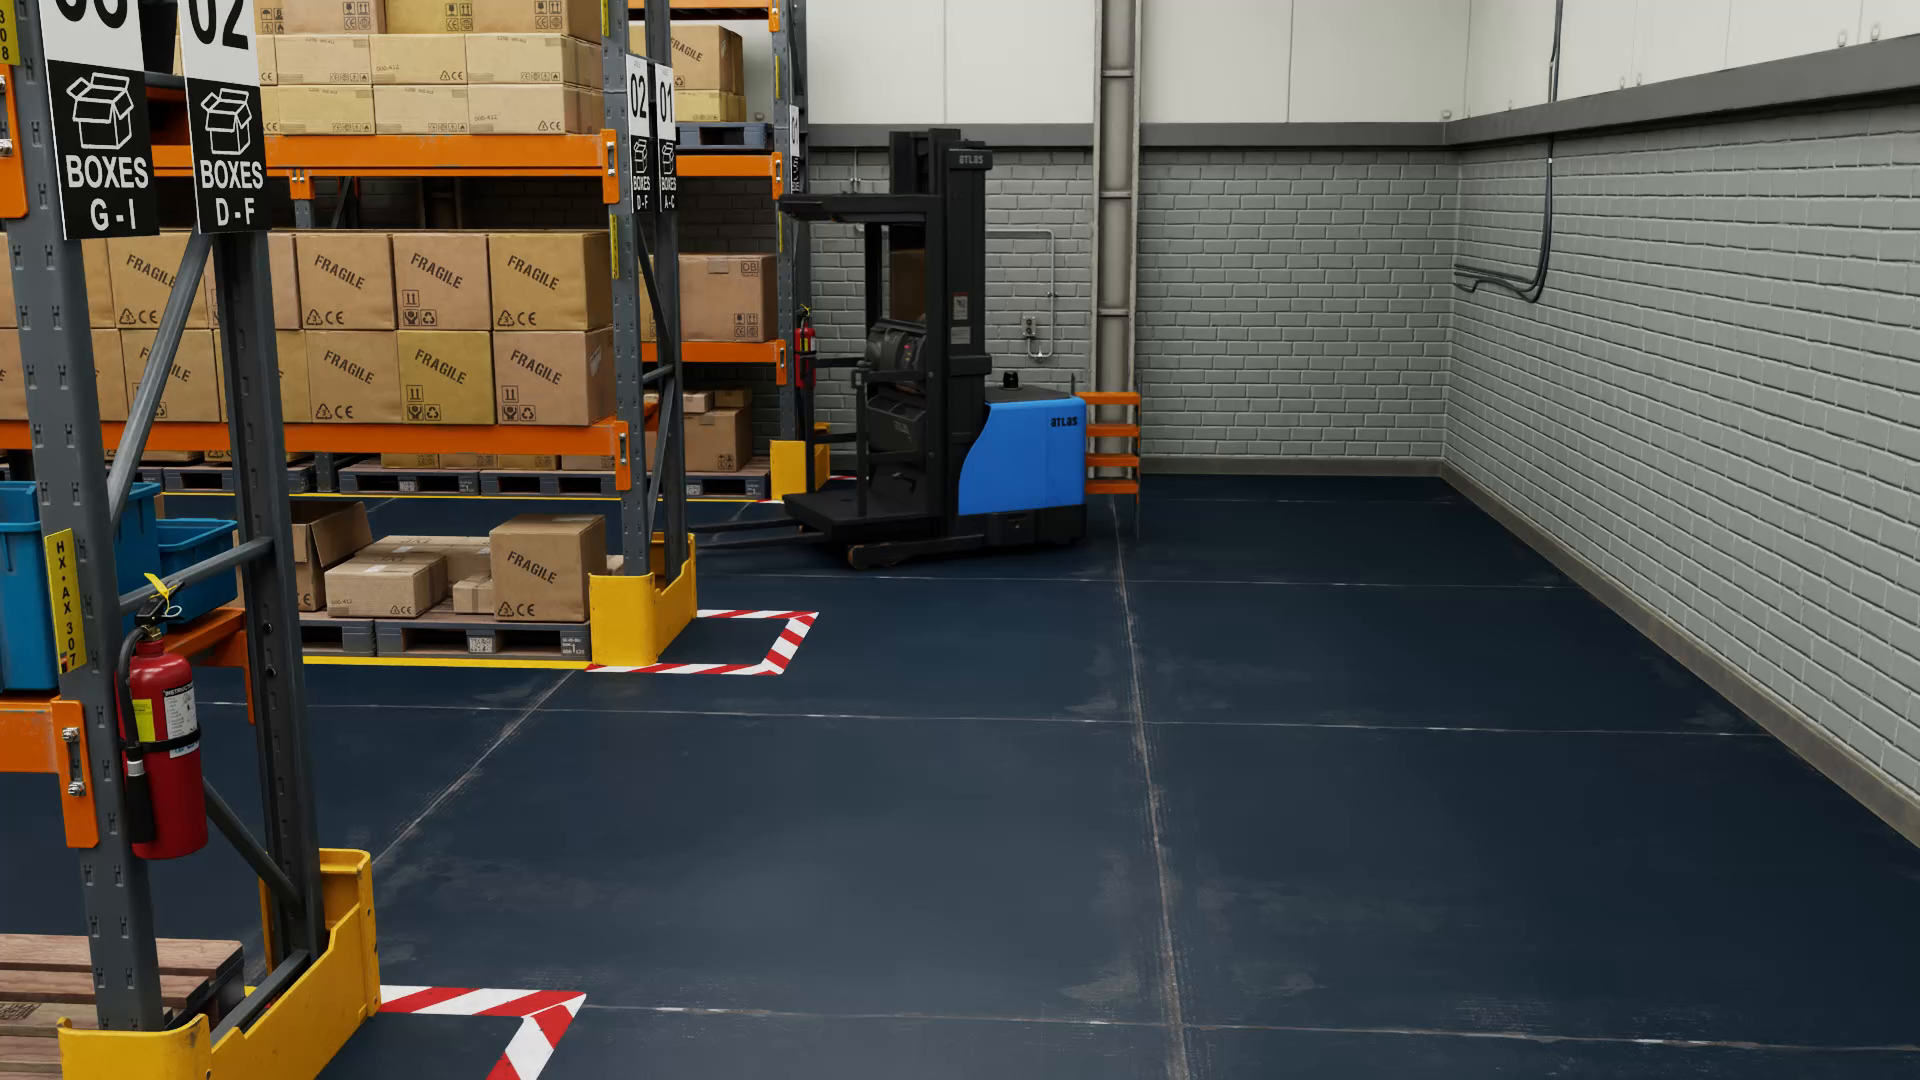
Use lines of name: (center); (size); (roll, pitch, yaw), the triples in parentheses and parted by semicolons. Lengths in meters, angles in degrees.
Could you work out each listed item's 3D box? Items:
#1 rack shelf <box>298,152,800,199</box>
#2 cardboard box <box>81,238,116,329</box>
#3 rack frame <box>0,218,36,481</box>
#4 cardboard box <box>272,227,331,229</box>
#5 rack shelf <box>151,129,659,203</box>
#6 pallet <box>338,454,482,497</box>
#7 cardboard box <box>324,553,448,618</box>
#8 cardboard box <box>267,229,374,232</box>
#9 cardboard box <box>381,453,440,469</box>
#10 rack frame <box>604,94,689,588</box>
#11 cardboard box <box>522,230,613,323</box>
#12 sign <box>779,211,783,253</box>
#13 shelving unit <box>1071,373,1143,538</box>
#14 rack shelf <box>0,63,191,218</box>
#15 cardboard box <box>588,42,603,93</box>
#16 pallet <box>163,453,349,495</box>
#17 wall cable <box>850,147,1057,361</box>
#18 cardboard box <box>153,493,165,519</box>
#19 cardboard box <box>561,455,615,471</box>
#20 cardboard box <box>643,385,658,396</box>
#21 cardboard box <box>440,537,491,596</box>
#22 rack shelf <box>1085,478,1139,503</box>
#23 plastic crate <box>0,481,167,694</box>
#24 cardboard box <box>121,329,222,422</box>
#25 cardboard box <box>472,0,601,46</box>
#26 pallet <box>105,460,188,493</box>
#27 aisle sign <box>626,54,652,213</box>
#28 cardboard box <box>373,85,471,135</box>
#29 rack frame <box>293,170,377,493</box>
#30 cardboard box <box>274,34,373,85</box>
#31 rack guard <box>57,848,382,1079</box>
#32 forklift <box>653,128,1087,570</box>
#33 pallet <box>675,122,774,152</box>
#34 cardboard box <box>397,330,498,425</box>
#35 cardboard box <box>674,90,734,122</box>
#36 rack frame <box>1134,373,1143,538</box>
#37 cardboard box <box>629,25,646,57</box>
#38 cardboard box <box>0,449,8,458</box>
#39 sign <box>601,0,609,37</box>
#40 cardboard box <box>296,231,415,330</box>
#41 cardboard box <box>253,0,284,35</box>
rack shelf: (-3.389, -3.058, 13.991); (4.000, 0.370, 1.077); (1, 12, 4)
cardboard box: (-4.746, -1.424, 9.065); (0.500, 0.500, 0.500); (0, 12, 2)
rack frame: (-5.712, -0.957, 9.517); (0.127, 3.000, 1.000); (1, 12, 4)
cardboard box: (-5.827, -2.600, 14.520); (0.500, 0.250, 0.500); (1, 12, 6)
rack shelf: (-3.717, -2.046, 9.153); (4.000, 0.370, 1.077); (1, 12, 4)
pallet: (-4.632, -0.578, 14.514); (1.213, 0.211, 1.003); (1, 12, 4)
cardboard box: (-3.226, 0.252, 9.378); (0.500, 0.250, 0.500); (1, 12, 4)
cardboard box: (-3.674, -1.521, 9.526); (0.500, 0.500, 0.500); (1, 12, 3)
cardboard box: (-4.646, -0.920, 14.419); (0.500, 0.500, 0.700); (1, 12, 4)
rack frame: (-1.721, -0.902, 9.255); (0.127, 3.000, 1.000); (1, 12, 4)
cardboard box: (-2.146, -1.501, 9.429); (0.500, 0.500, 0.500); (1, 12, 5)
sign: (-1.444, -2.486, 13.421); (0.005, 0.325, 0.100); (1, 12, 4)
shelving unit: (1.079, -0.630, 12.347); (0.503, 1.200, 0.258); (0, 12, 0)
rack shelf: (-4.052, -1.034, 4.315); (4.000, 0.370, 1.077); (1, 12, 4)
cardboard box: (-2.216, -2.602, 9.200); (0.500, 0.250, 0.500); (1, 12, 4)
pallet: (-6.160, -0.599, 14.617); (1.213, 0.211, 1.003); (1, 12, 4)
wall cable: (-0.053, -2.587, 14.829); (1.851, 1.984, 0.084); (1, 12, 4)
cardboard box: (-5.125, 0.001, 9.967); (0.500, 0.500, 0.500); (1, 12, 4)
cardboard box: (-3.100, -0.899, 14.319); (0.500, 0.500, 0.700); (0, 12, 2)
cardboard box: (-2.716, -1.252, 14.424); (0.250, 0.149, 0.380); (1, 12, 4)
cardboard box: (-2.744, 0.156, 9.837); (0.500, 0.250, 0.500); (1, 12, 4)
rack shelf: (1.079, -0.369, 12.402); (0.480, 0.148, 0.258); (0, 12, 0)
plastic crate: (-2.403, 0.097, 4.248); (0.499, 0.435, 0.616); (1, 12, 4)
cardboard box: (-4.212, -0.930, 9.142); (0.500, 0.500, 0.500); (1, 12, 3)
cardboard box: (-2.235, -2.912, 8.853); (0.500, 0.500, 0.700); (1, 12, 4)
pallet: (-7.380, -0.615, 14.695); (1.213, 0.211, 1.003); (1, 12, 4)
aisle sign: (-1.674, -2.111, 8.685); (0.004, 0.787, 0.394); (1, 12, 4)
cardboard box: (-2.750, -2.259, 8.783); (0.500, 0.250, 0.500); (1, 12, 4)
rack frame: (-5.385, -1.969, 14.355); (0.127, 3.000, 1.000); (1, 12, 4)
cardboard box: (-3.248, -2.511, 8.766); (0.500, 0.250, 0.500); (1, 12, 4)
rack guard: (-2.031, 1.331, 4.685); (0.348, 0.500, 1.175); (1, 12, 4)
forklift: (-0.638, -1.355, 11.589); (3.031, 2.935, 1.130); (-6, 13, -25)
pallet: (-2.135, -3.347, 13.834); (1.213, 0.211, 1.003); (1, 12, 4)
cardboard box: (-2.704, -0.908, 9.039); (0.500, 0.500, 0.500); (1, 12, 4)
cardboard box: (-2.142, -3.519, 13.537); (0.500, 0.250, 0.500); (1, 12, 5)
rack frame: (1.323, -0.629, 12.347); (0.015, 1.200, 0.240); (0, 12, 0)
cardboard box: (-2.641, -3.894, 13.496); (0.500, 0.500, 0.500); (1, 12, 5)
cardboard box: (-8.651, -1.140, 14.617); (0.750, 0.750, 0.750); (1, 12, 3)
sign: (-1.778, -2.691, 8.317); (0.005, 0.325, 0.100); (1, 12, 4)
cardboard box: (-3.205, -1.403, 8.965); (0.500, 0.500, 0.500); (1, 12, 5)
cardboard box: (-3.727, -2.948, 9.021); (0.500, 0.500, 0.700); (1, 12, 4)
